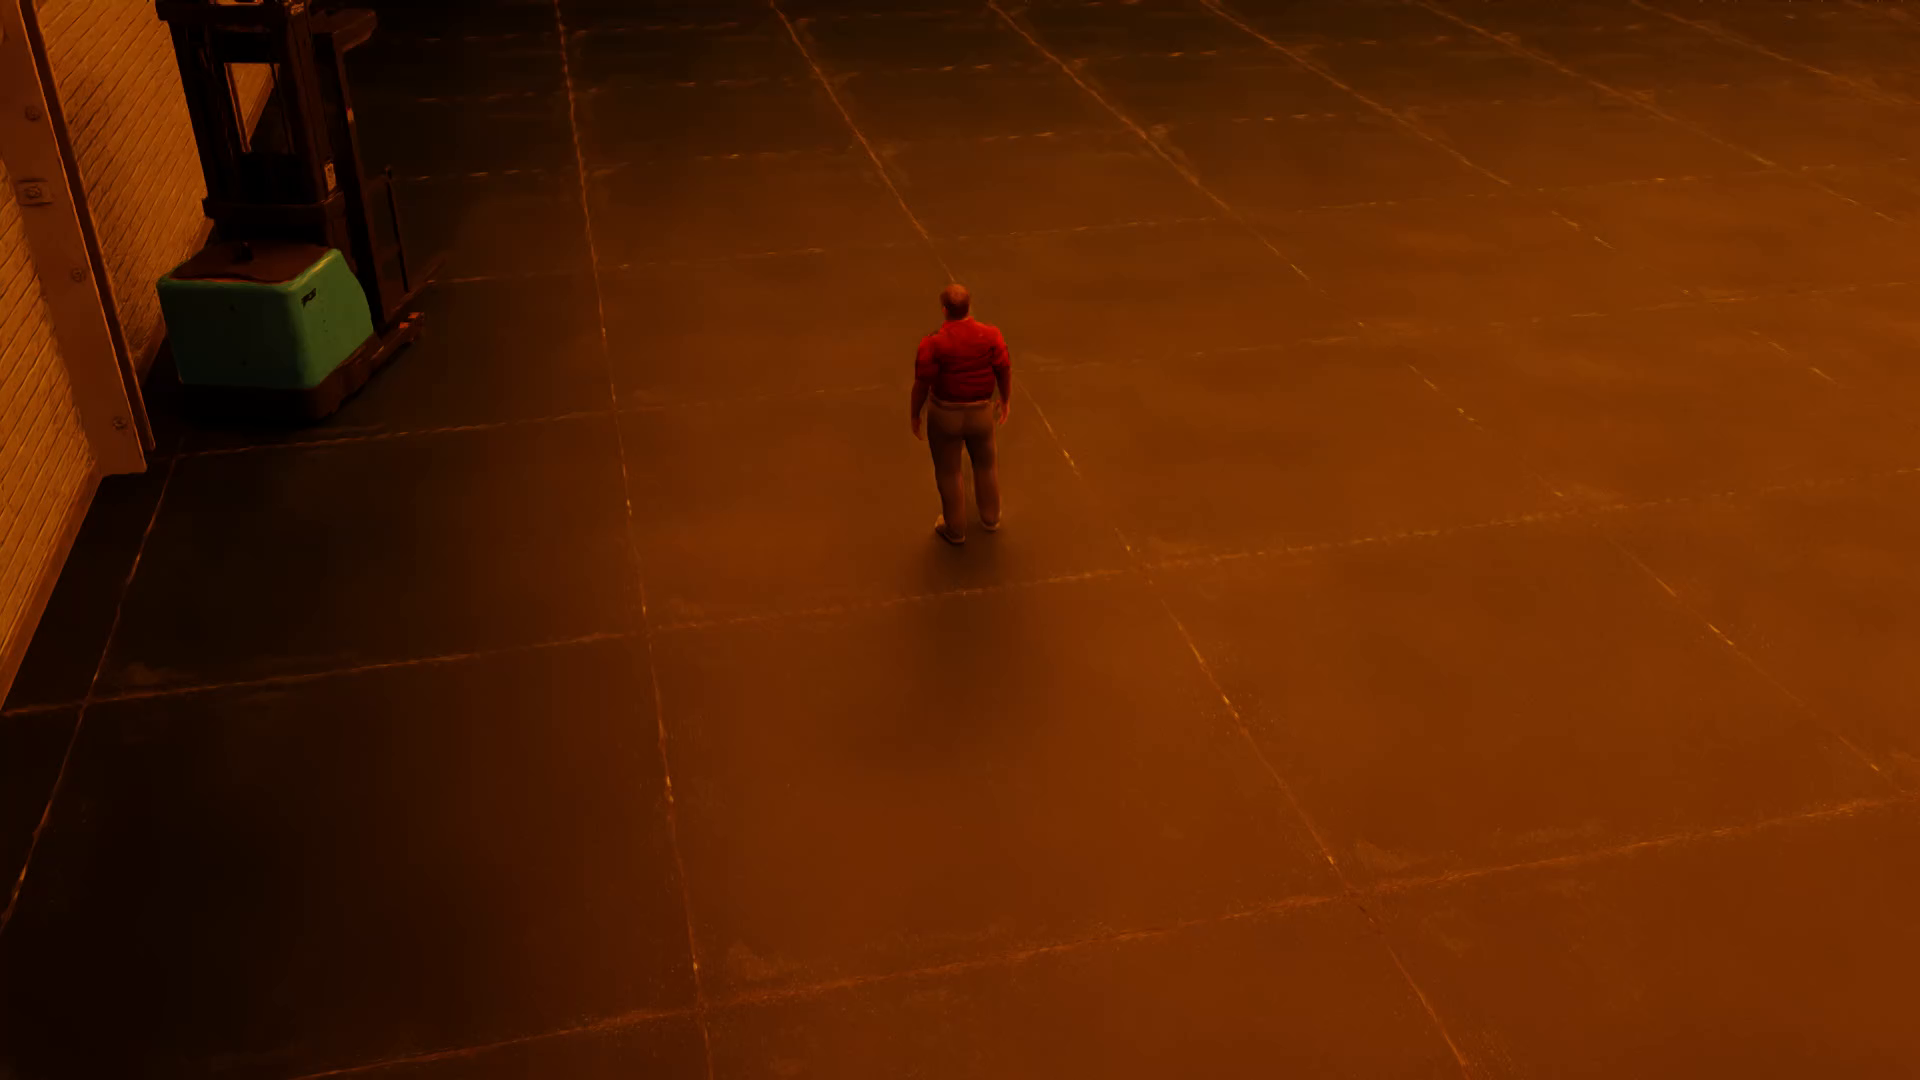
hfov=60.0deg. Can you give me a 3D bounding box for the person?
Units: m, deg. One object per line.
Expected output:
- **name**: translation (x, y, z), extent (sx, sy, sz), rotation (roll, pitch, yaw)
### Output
- **person**: translation (-0.009, -0.800, 10.141), extent (0.640, 1.727, 0.550), rotation (-7, 31, -12)

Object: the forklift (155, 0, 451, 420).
- **forklift**: translation (-4.900, -2.833, 12.468), extent (1.130, 2.935, 3.031), rotation (3, 30, 6)
